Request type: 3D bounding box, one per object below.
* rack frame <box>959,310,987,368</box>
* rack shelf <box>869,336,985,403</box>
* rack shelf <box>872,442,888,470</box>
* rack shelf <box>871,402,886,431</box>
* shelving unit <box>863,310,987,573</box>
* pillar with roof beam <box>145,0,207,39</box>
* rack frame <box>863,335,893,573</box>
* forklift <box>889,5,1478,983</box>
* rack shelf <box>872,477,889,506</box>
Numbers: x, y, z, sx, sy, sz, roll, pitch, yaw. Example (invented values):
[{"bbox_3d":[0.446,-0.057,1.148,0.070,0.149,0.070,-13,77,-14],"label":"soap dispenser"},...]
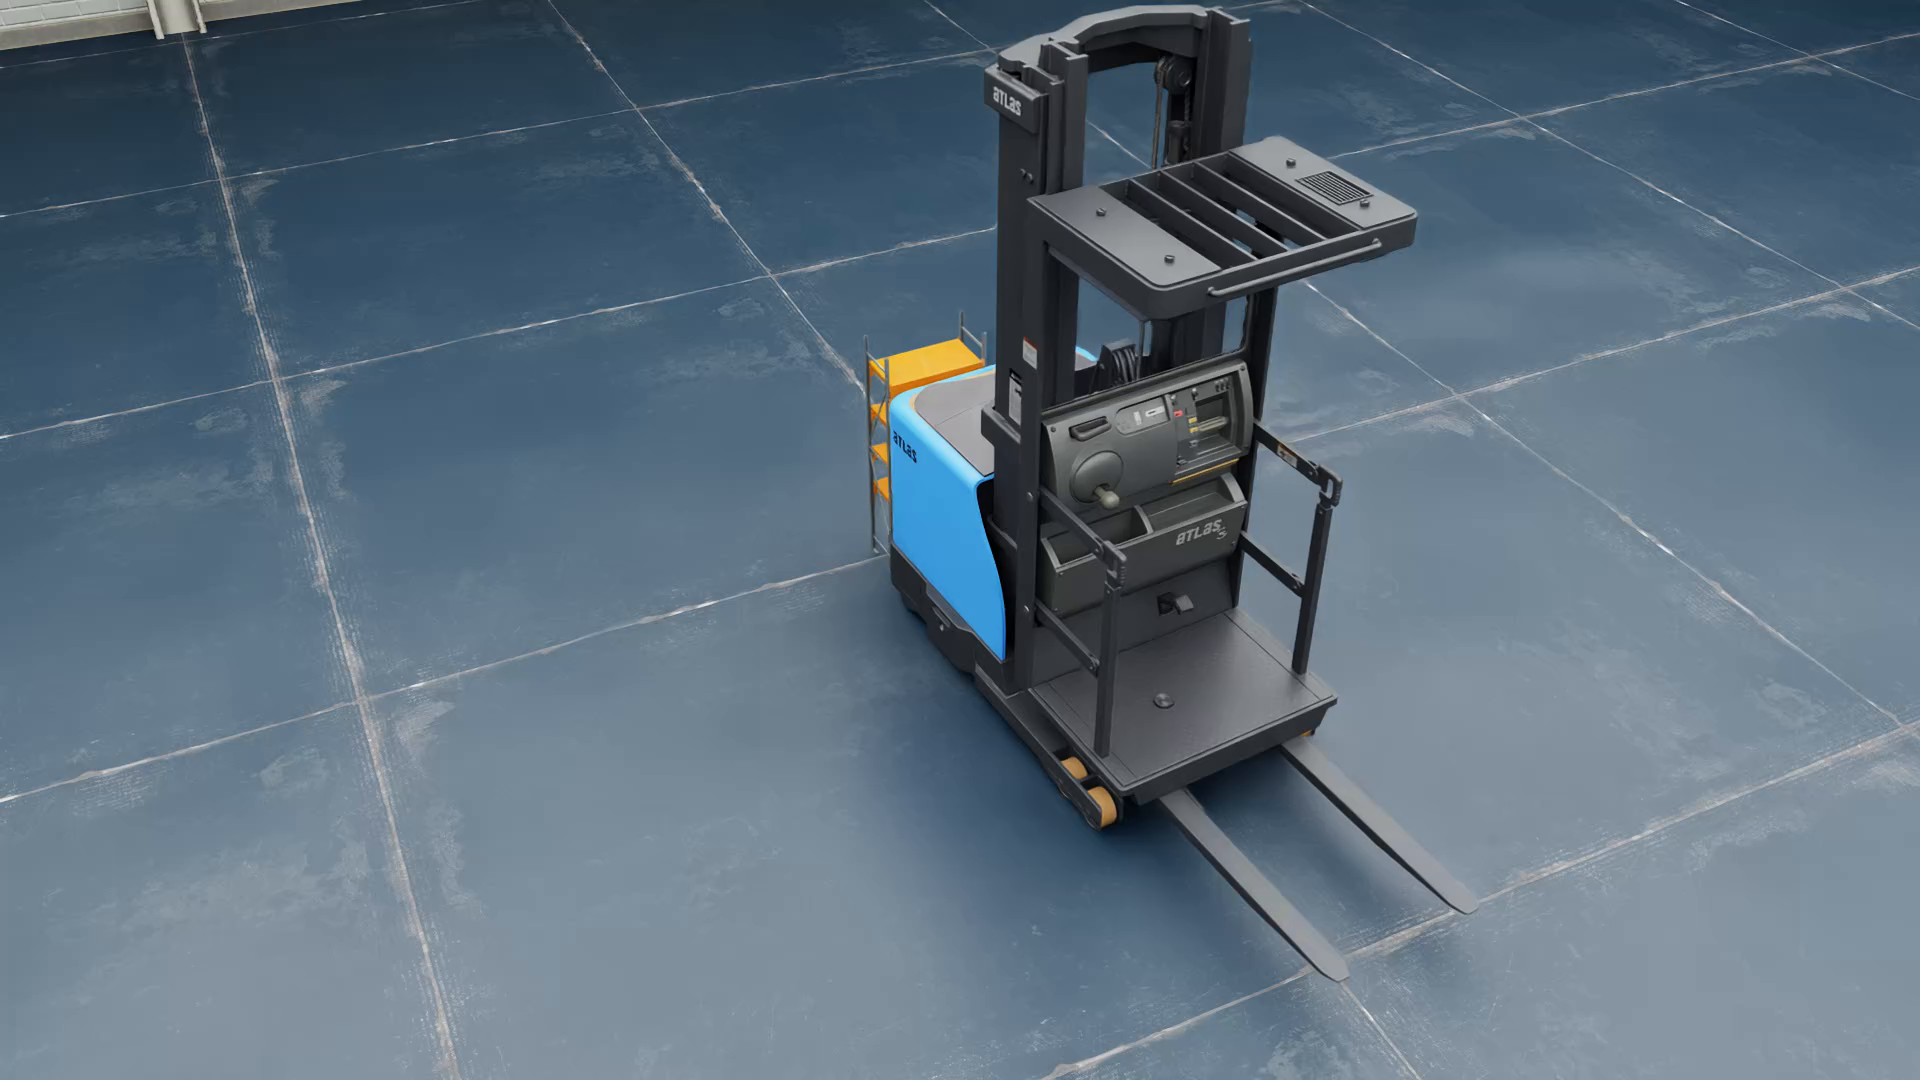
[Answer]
[{"bbox_3d":[0.058,-0.512,7.933,0.015,1.200,0.240,-17,40,-22],"label":"rack frame"},{"bbox_3d":[-0.158,-0.760,7.608,0.480,0.148,0.258,-17,40,-22],"label":"rack shelf"},{"bbox_3d":[-0.158,-0.390,7.882,0.480,0.148,0.258,-17,40,-22],"label":"rack shelf"},{"bbox_3d":[-0.158,-0.570,7.748,0.480,0.148,0.258,-17,40,-22],"label":"rack shelf"},{"bbox_3d":[-0.158,-0.444,7.842,0.503,1.200,0.258,-17,40,-22],"label":"shelving unit"},{"bbox_3d":[-4.764,-5.609,8.258,0.400,9.000,9.100,-16,39,-20],"label":"pillar with roof beam"},{"bbox_3d":[-0.374,-0.377,7.751,0.015,1.200,0.240,-17,40,-22],"label":"rack frame"},{"bbox_3d":[0.847,-0.335,6.242,1.130,2.935,3.031,-19,41,-24],"label":"forklift"},{"bbox_3d":[-0.158,-0.231,8.000,0.480,0.148,0.258,-17,40,-22],"label":"rack shelf"}]
